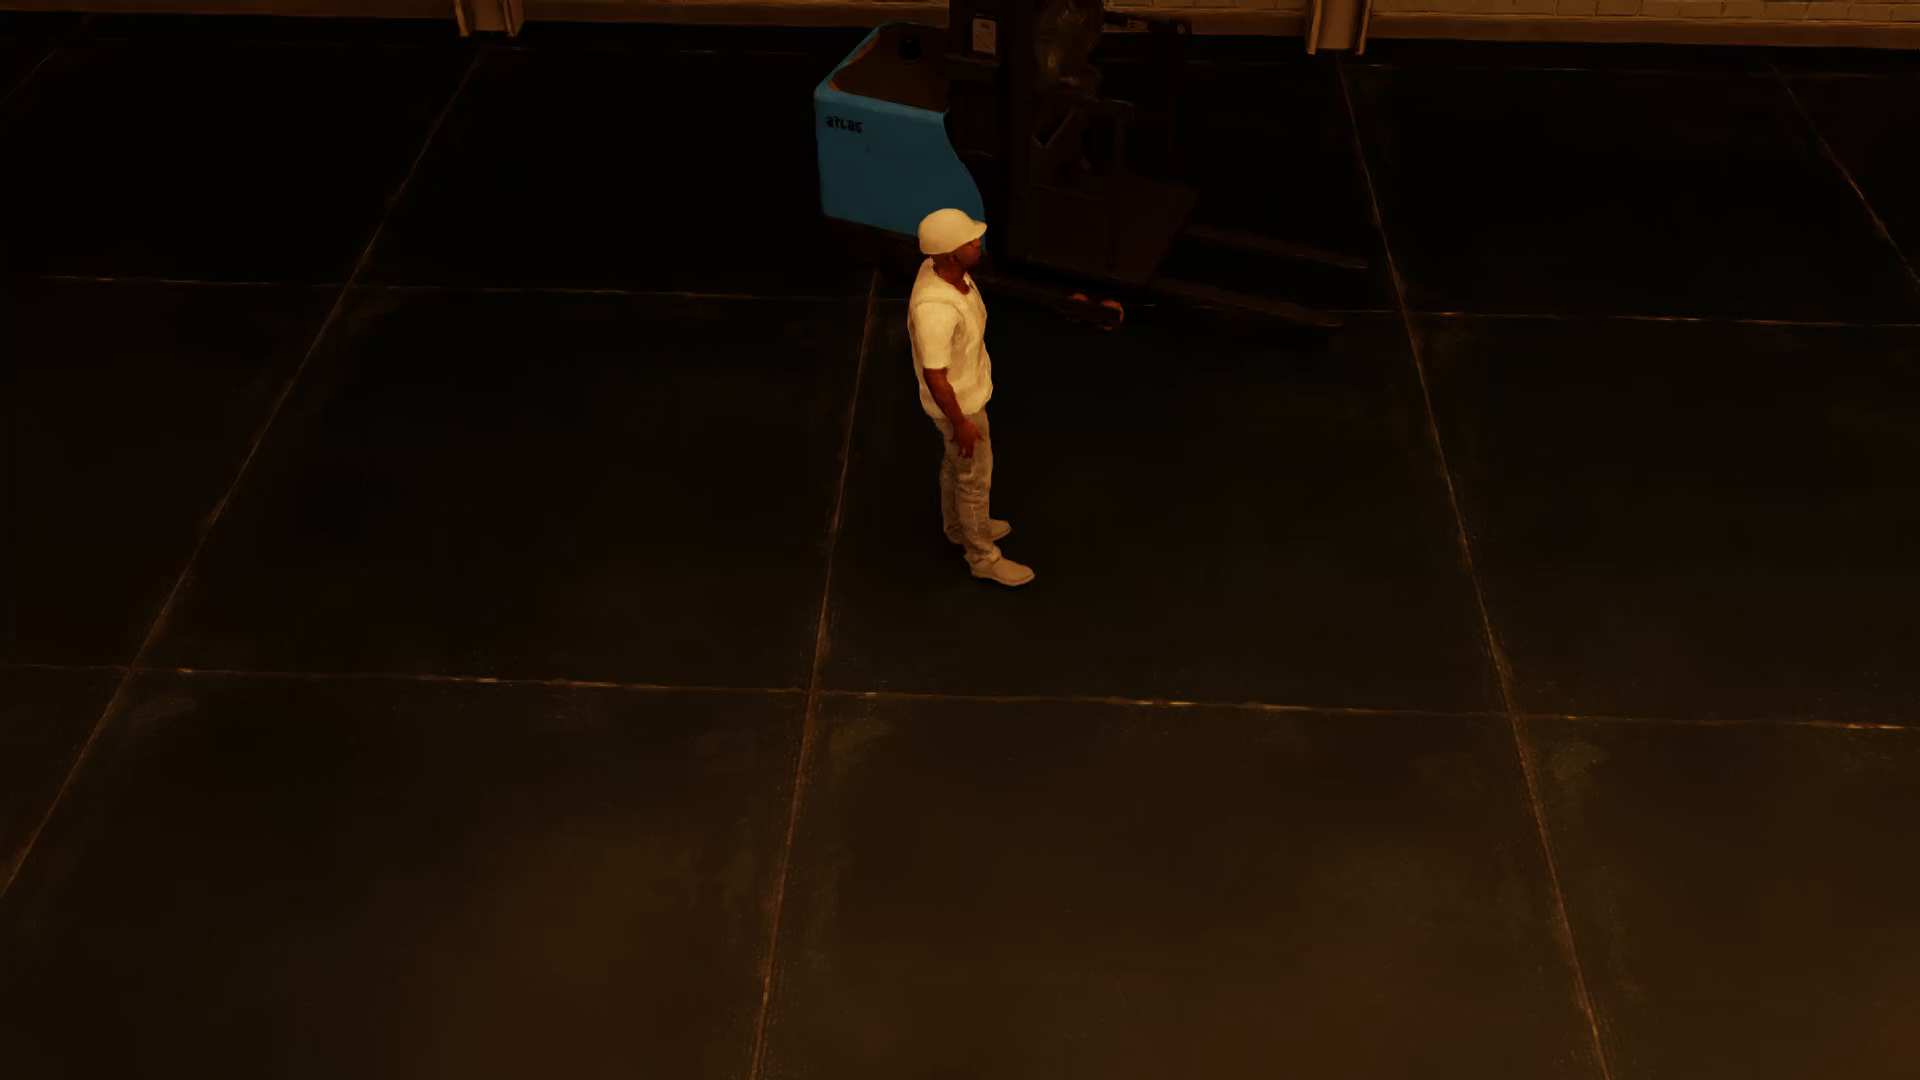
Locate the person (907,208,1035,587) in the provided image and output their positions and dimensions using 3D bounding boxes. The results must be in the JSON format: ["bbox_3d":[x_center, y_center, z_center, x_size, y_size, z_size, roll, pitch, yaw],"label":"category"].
[{"bbox_3d":[0.069,-0.652,7.310,0.576,1.766,0.665,2,42,2],"label":"person"}]

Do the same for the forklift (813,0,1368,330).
[{"bbox_3d":[0.753,-2.650,8.645,3.031,2.935,1.130,16,45,16],"label":"forklift"}]
